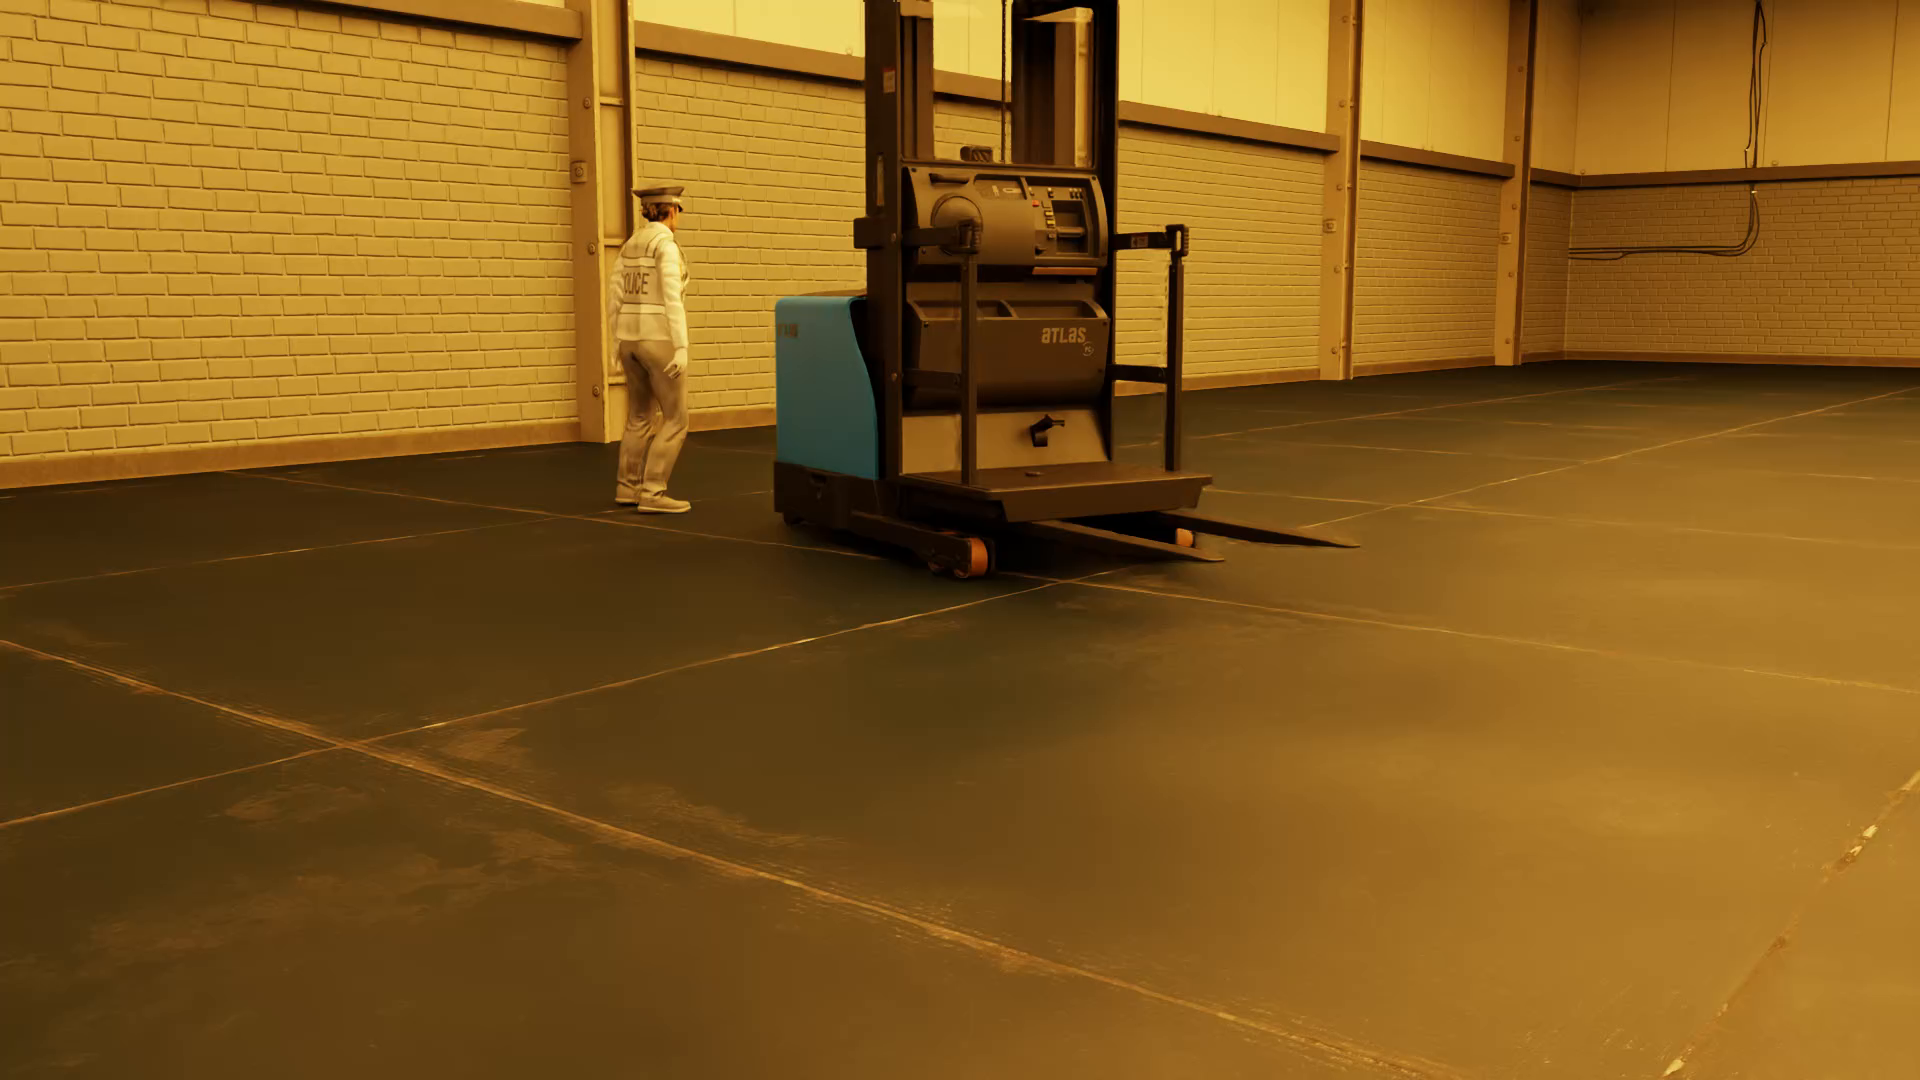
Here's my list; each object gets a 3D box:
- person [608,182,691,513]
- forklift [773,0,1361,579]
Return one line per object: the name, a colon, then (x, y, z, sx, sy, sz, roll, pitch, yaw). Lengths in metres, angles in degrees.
person: (-1.547, -0.963, 8.364, 0.373, 1.639, 0.770, -8, 12, -43)
forklift: (0.317, -1.375, 6.677, 1.130, 2.935, 3.031, -5, 10, -31)
